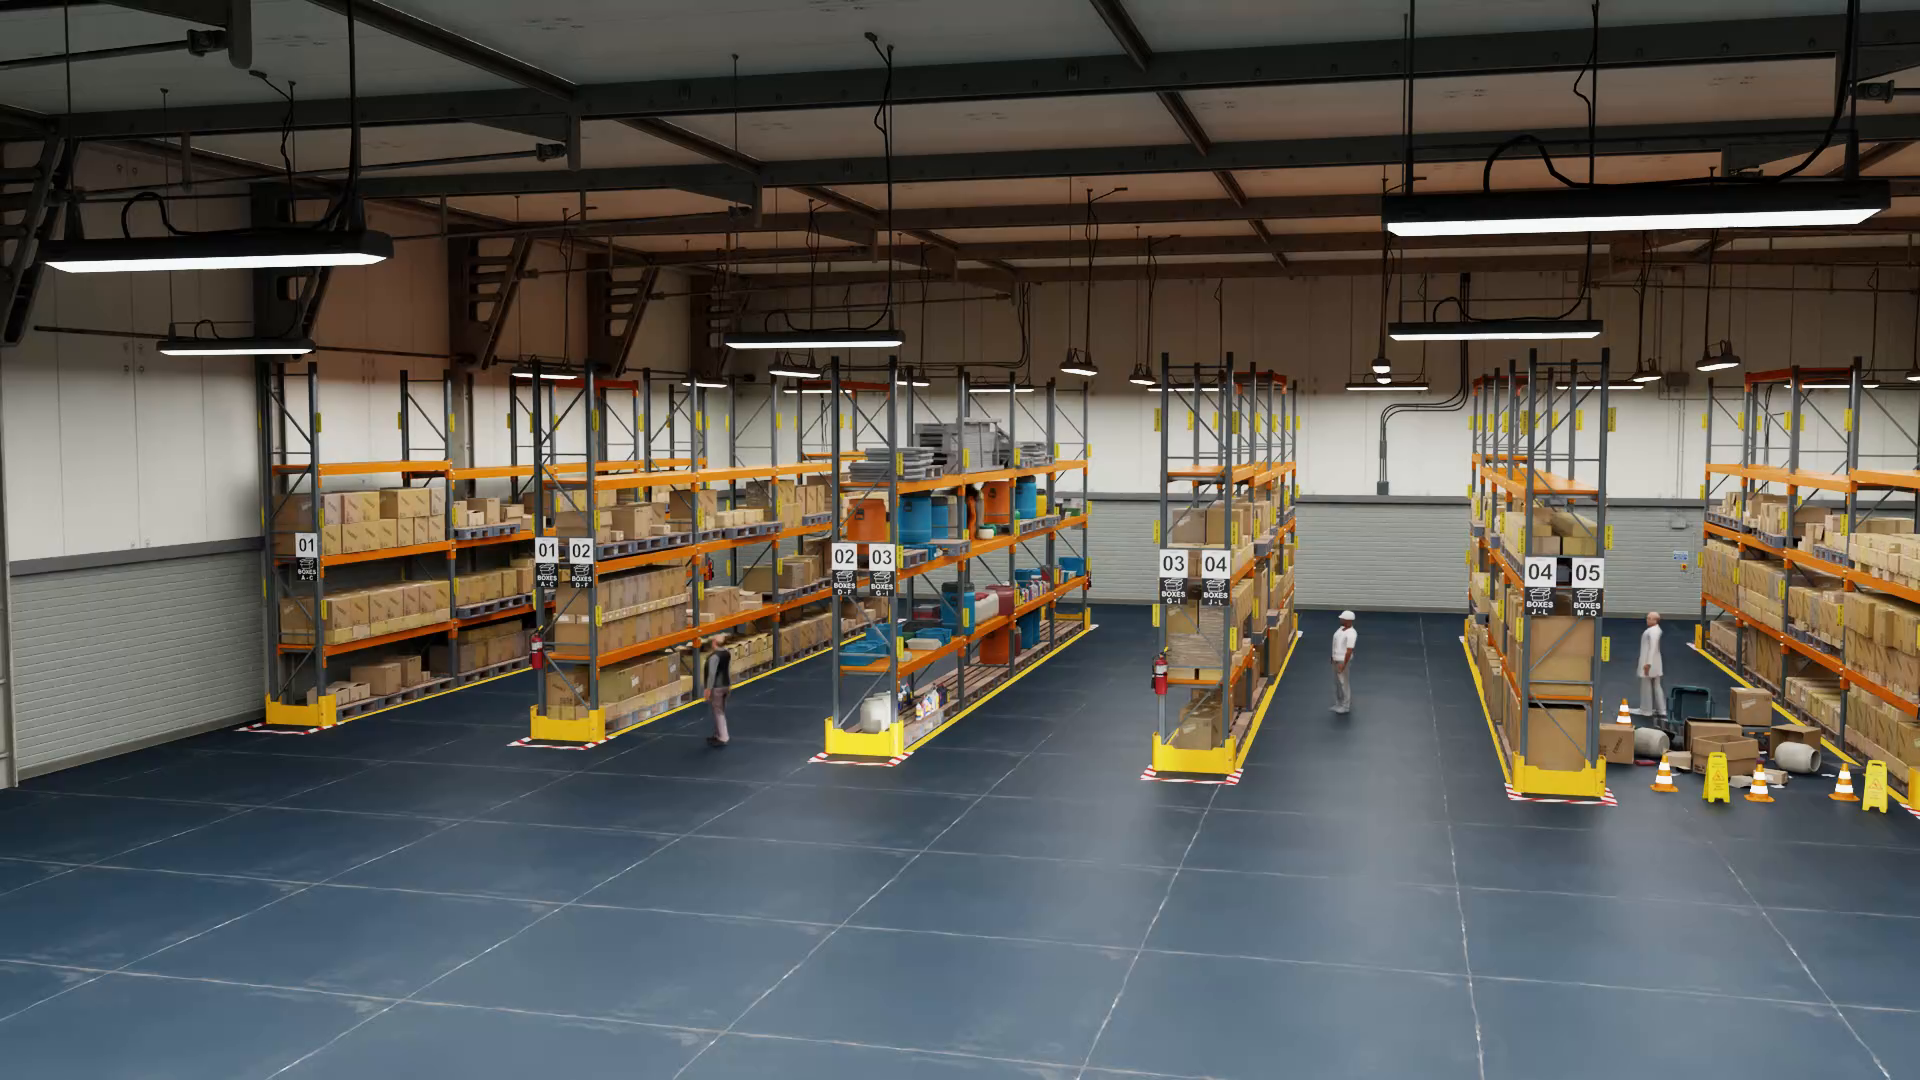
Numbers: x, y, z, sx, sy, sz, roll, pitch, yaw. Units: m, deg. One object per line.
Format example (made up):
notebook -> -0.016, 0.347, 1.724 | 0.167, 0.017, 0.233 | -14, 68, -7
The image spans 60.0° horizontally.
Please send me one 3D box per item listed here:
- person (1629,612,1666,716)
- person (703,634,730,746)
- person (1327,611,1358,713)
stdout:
person -> 11.840, 2.116, 28.471 | 0.599, 1.780, 0.534 | -3, 5, -35
person -> -3.818, 2.323, 25.832 | 0.534, 1.732, 0.586 | 1, 4, 18
person -> 6.636, 2.103, 28.916 | 0.439, 1.776, 0.685 | -1, 4, -14
